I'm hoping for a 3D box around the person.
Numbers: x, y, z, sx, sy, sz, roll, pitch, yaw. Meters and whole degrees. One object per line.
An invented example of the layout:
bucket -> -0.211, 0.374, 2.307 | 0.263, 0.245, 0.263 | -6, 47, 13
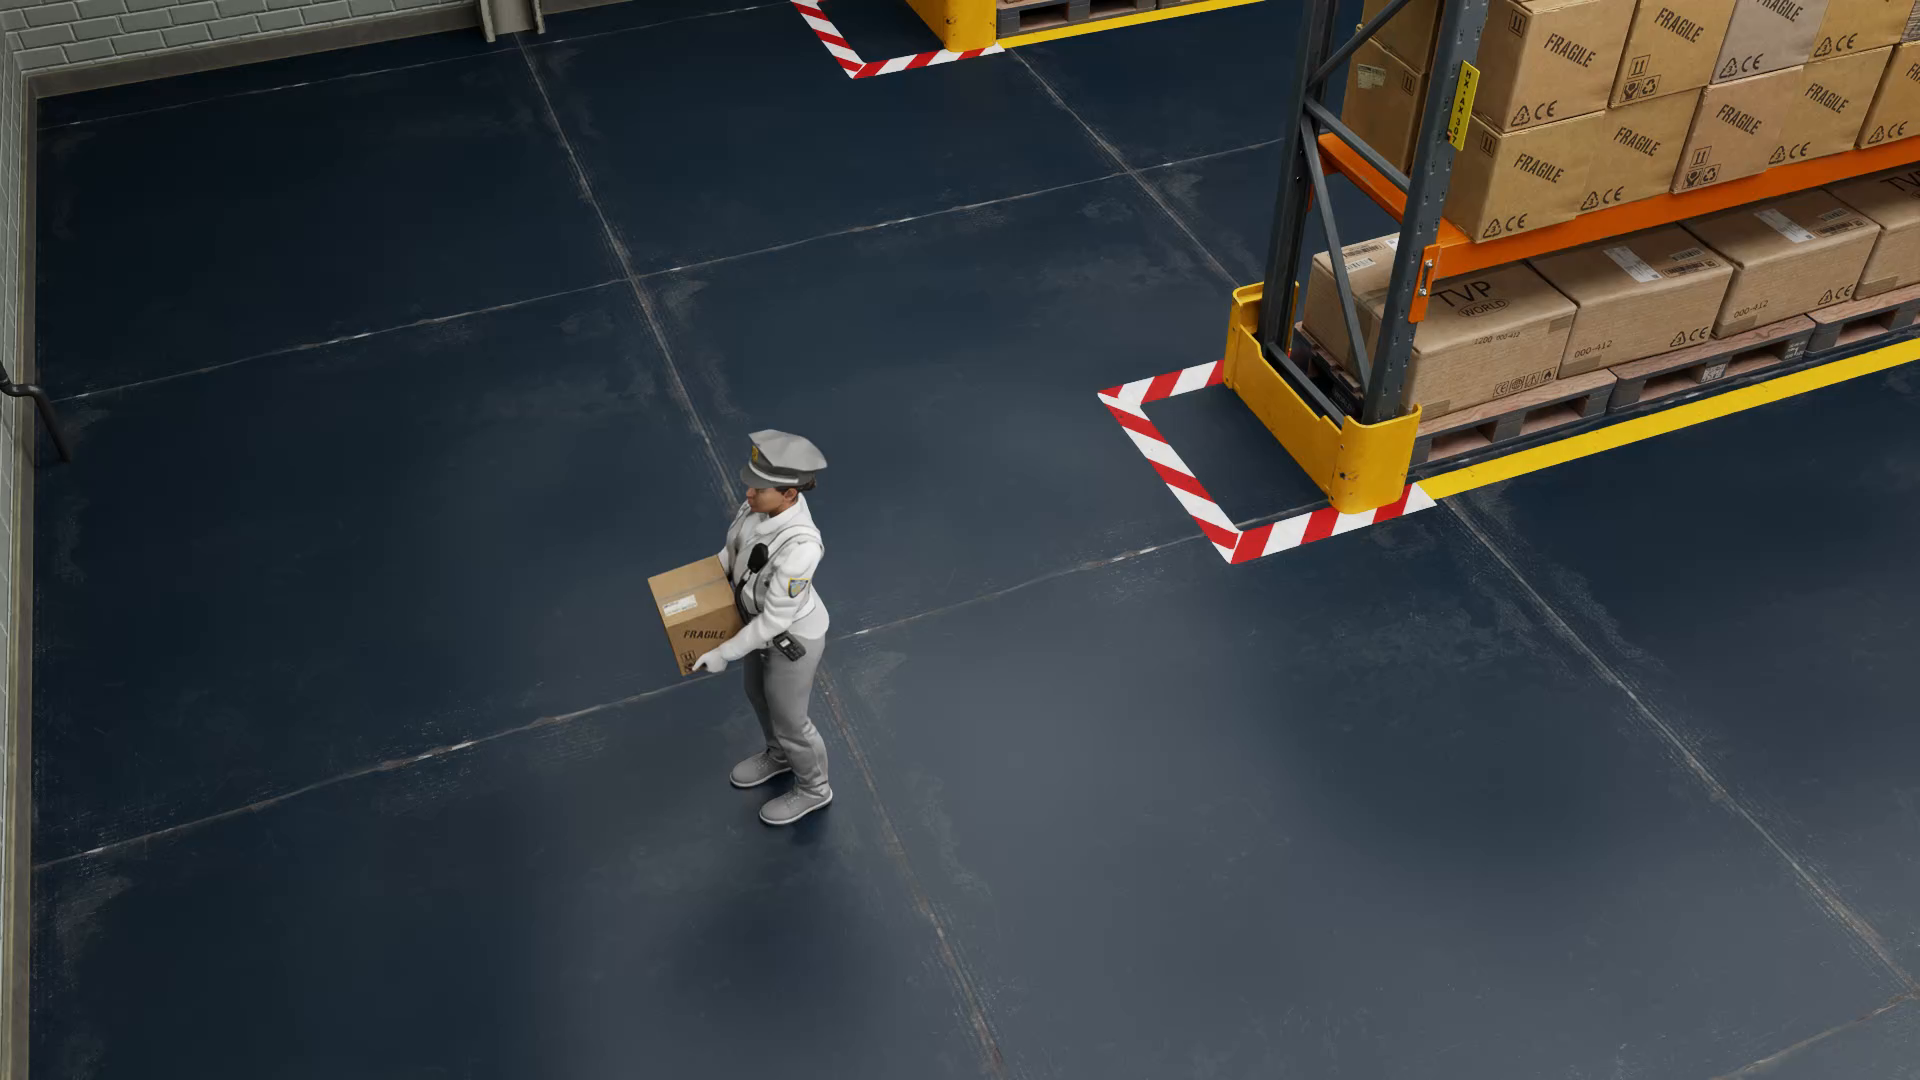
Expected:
person -> -0.698, 0.326, 5.782 | 0.540, 1.689, 0.460 | -15, 44, -16
